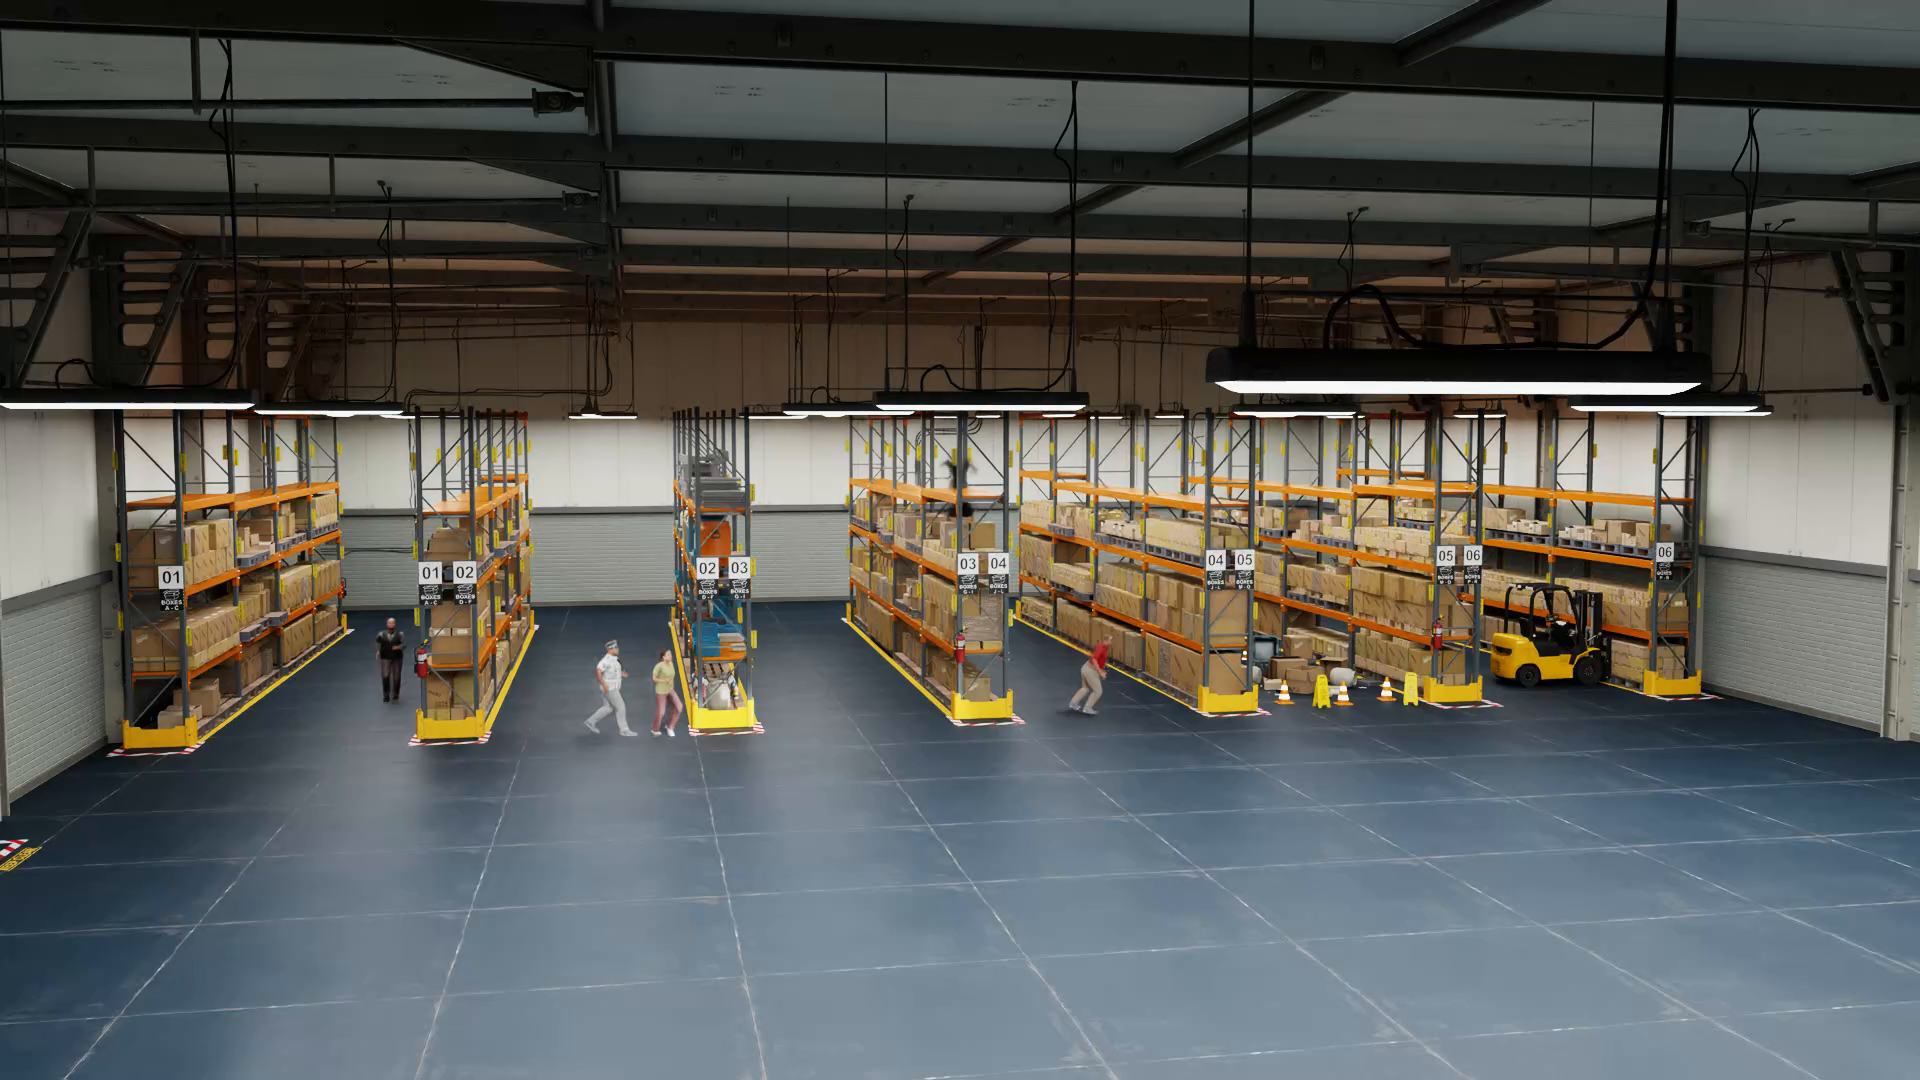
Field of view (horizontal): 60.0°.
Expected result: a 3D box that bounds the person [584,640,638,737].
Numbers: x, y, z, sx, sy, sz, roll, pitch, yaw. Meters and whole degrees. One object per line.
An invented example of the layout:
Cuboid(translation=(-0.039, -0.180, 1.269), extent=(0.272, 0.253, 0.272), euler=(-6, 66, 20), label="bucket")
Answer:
Cuboid(translation=(-6.340, 2.688, 30.134), extent=(0.965, 1.760, 0.712), euler=(-1, 4, -9), label="person")

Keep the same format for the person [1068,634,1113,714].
Cuboid(translation=(2.562, 2.621, 32.644), extent=(0.866, 1.595, 0.707), euler=(0, 4, 0), label="person")

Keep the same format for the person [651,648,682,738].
Cuboid(translation=(-5.344, 2.762, 30.097), extent=(0.581, 1.632, 0.739), euler=(-4, 6, -44), label="person")

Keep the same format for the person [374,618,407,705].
Cuboid(translation=(-11.574, 2.464, 33.819), extent=(0.647, 1.748, 0.724), euler=(-1, 4, -17), label="person")
